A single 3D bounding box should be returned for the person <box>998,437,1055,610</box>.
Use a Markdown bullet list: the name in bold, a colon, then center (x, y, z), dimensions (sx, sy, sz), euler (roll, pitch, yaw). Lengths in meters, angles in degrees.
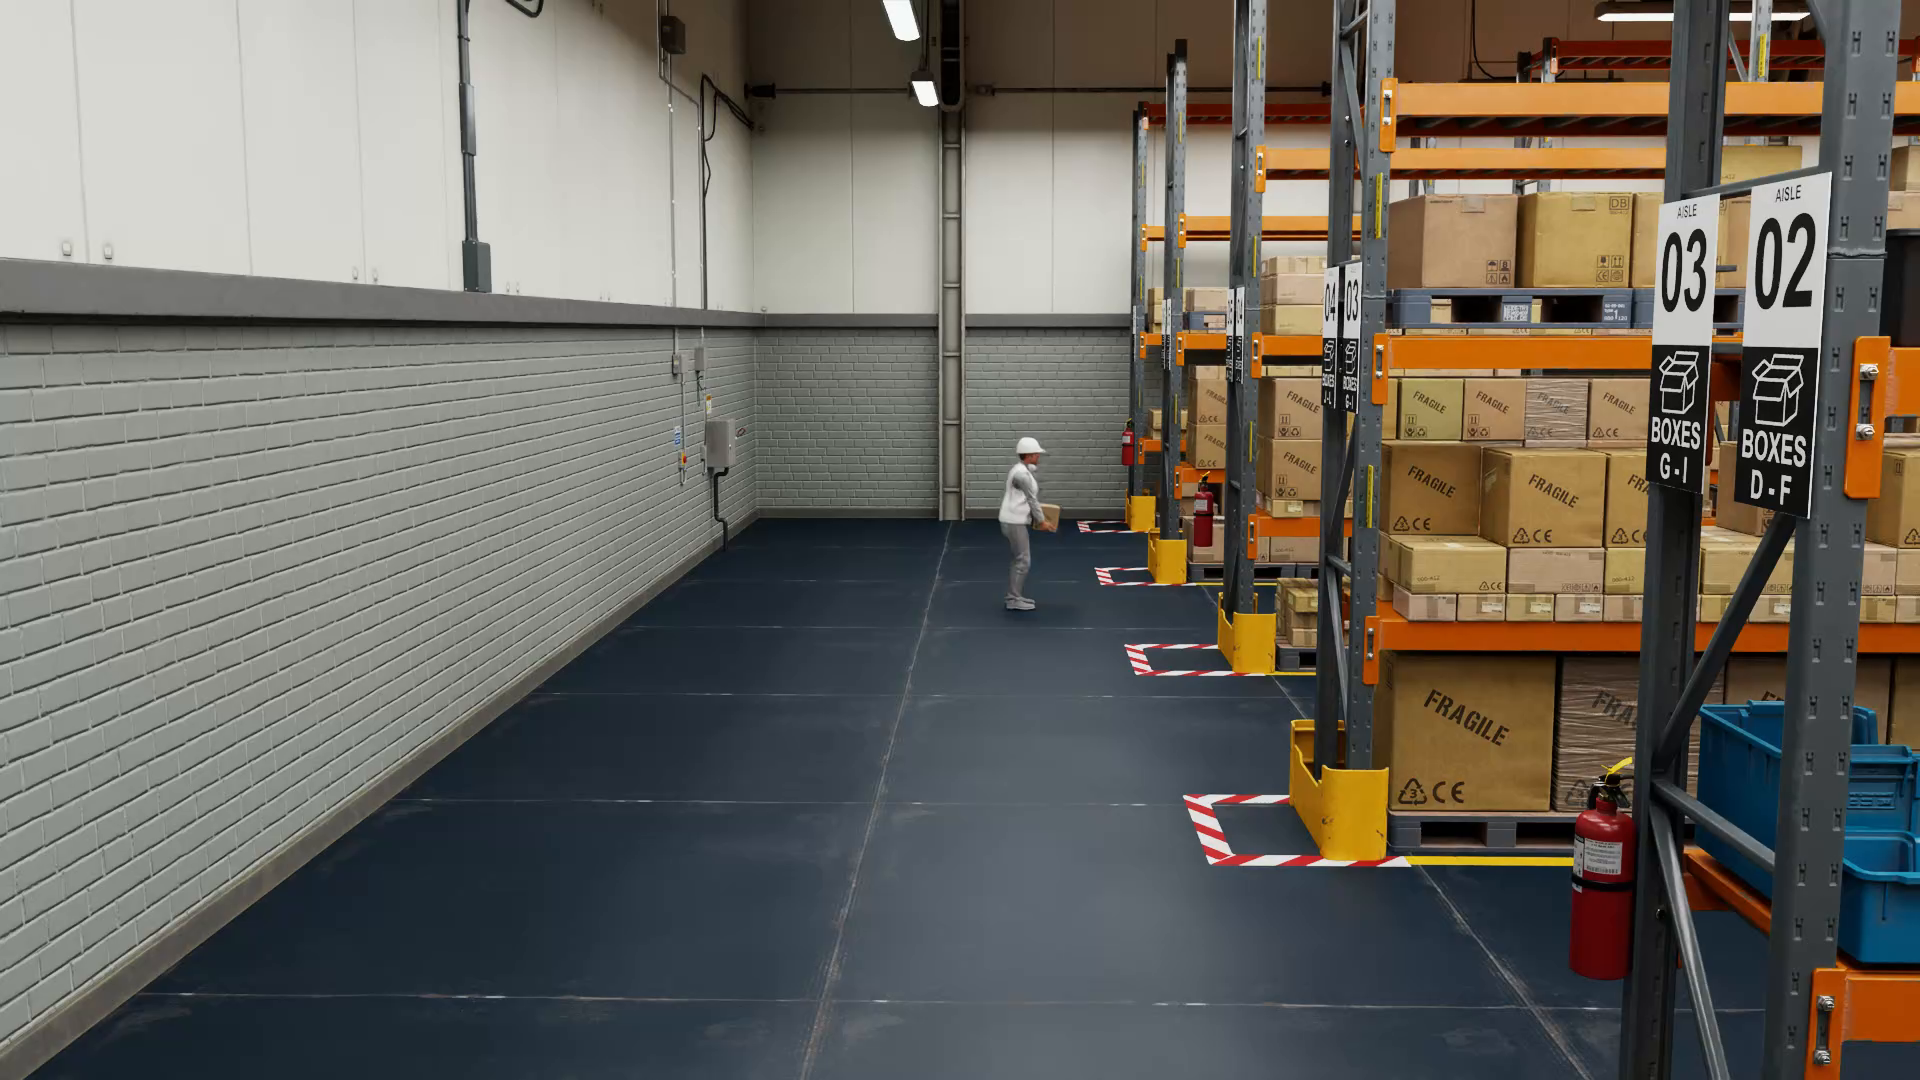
- **person**: center (0.682, -0.175, 17.120), dimensions (0.574, 1.762, 0.489), euler (0, 7, 0)
